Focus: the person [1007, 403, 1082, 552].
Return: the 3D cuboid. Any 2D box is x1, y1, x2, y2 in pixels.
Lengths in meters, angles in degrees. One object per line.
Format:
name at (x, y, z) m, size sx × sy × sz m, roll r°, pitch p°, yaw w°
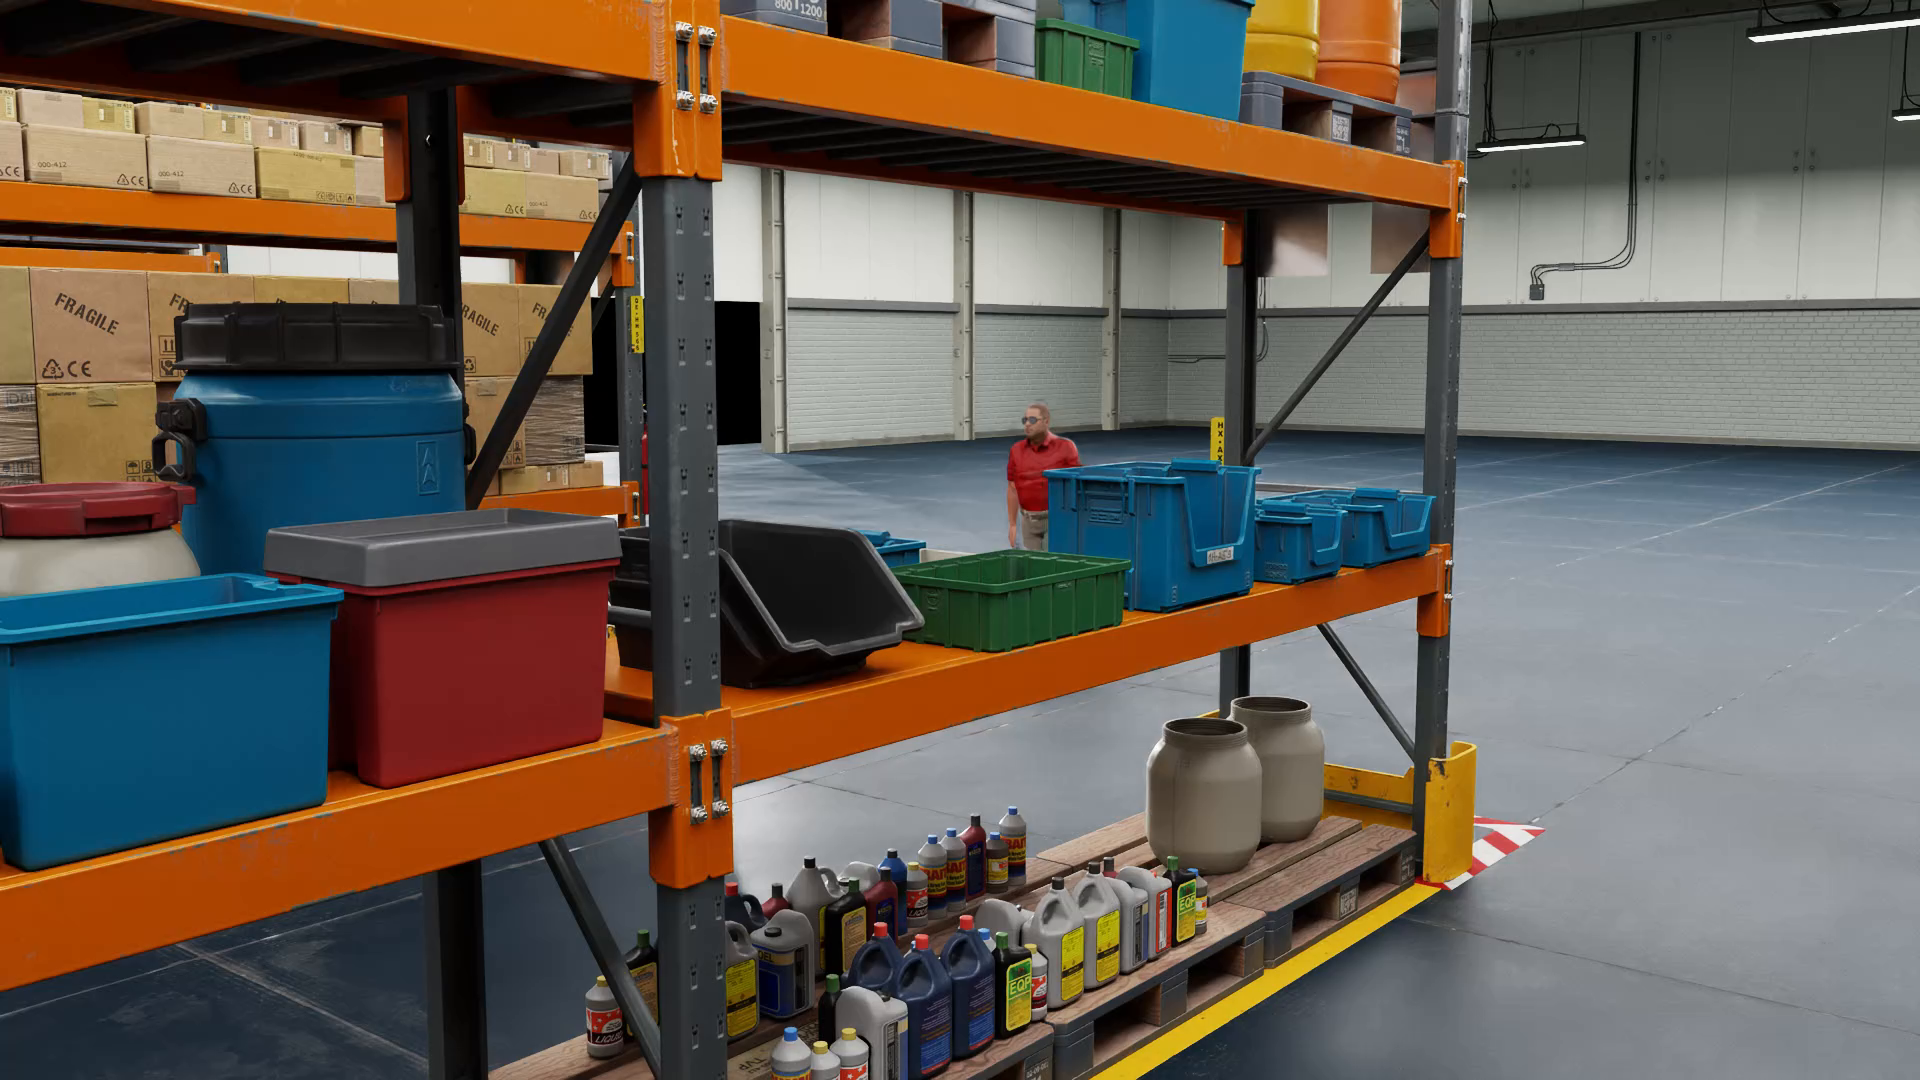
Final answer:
person at (0.615, -0.061, 11.553) m, size 0.568 × 1.788 × 0.509 m, roll 4°, pitch 8°, yaw 32°
